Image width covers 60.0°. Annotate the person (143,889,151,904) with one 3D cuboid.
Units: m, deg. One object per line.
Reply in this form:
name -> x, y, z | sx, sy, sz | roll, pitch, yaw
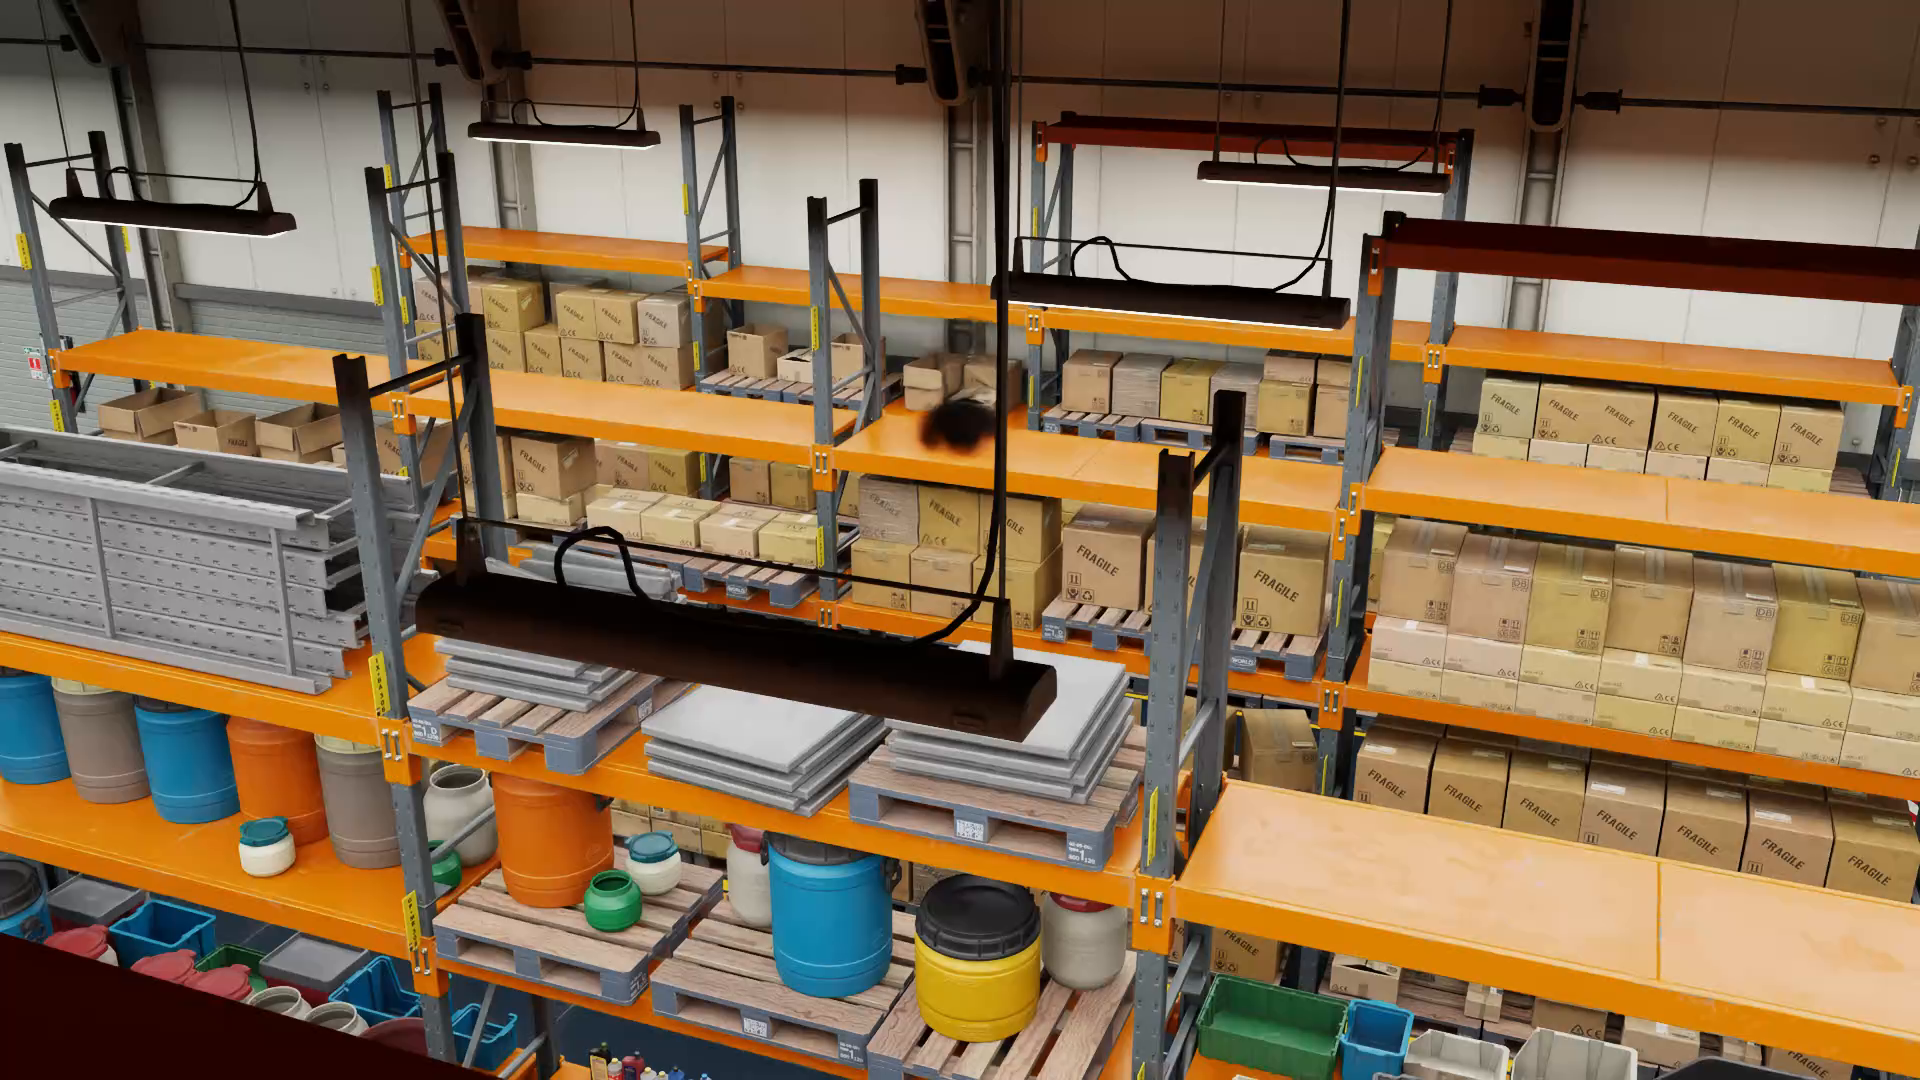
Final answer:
person -> -6.574, 2.701, 13.058 | 1.031, 1.534, 0.621 | 18, 27, 39
